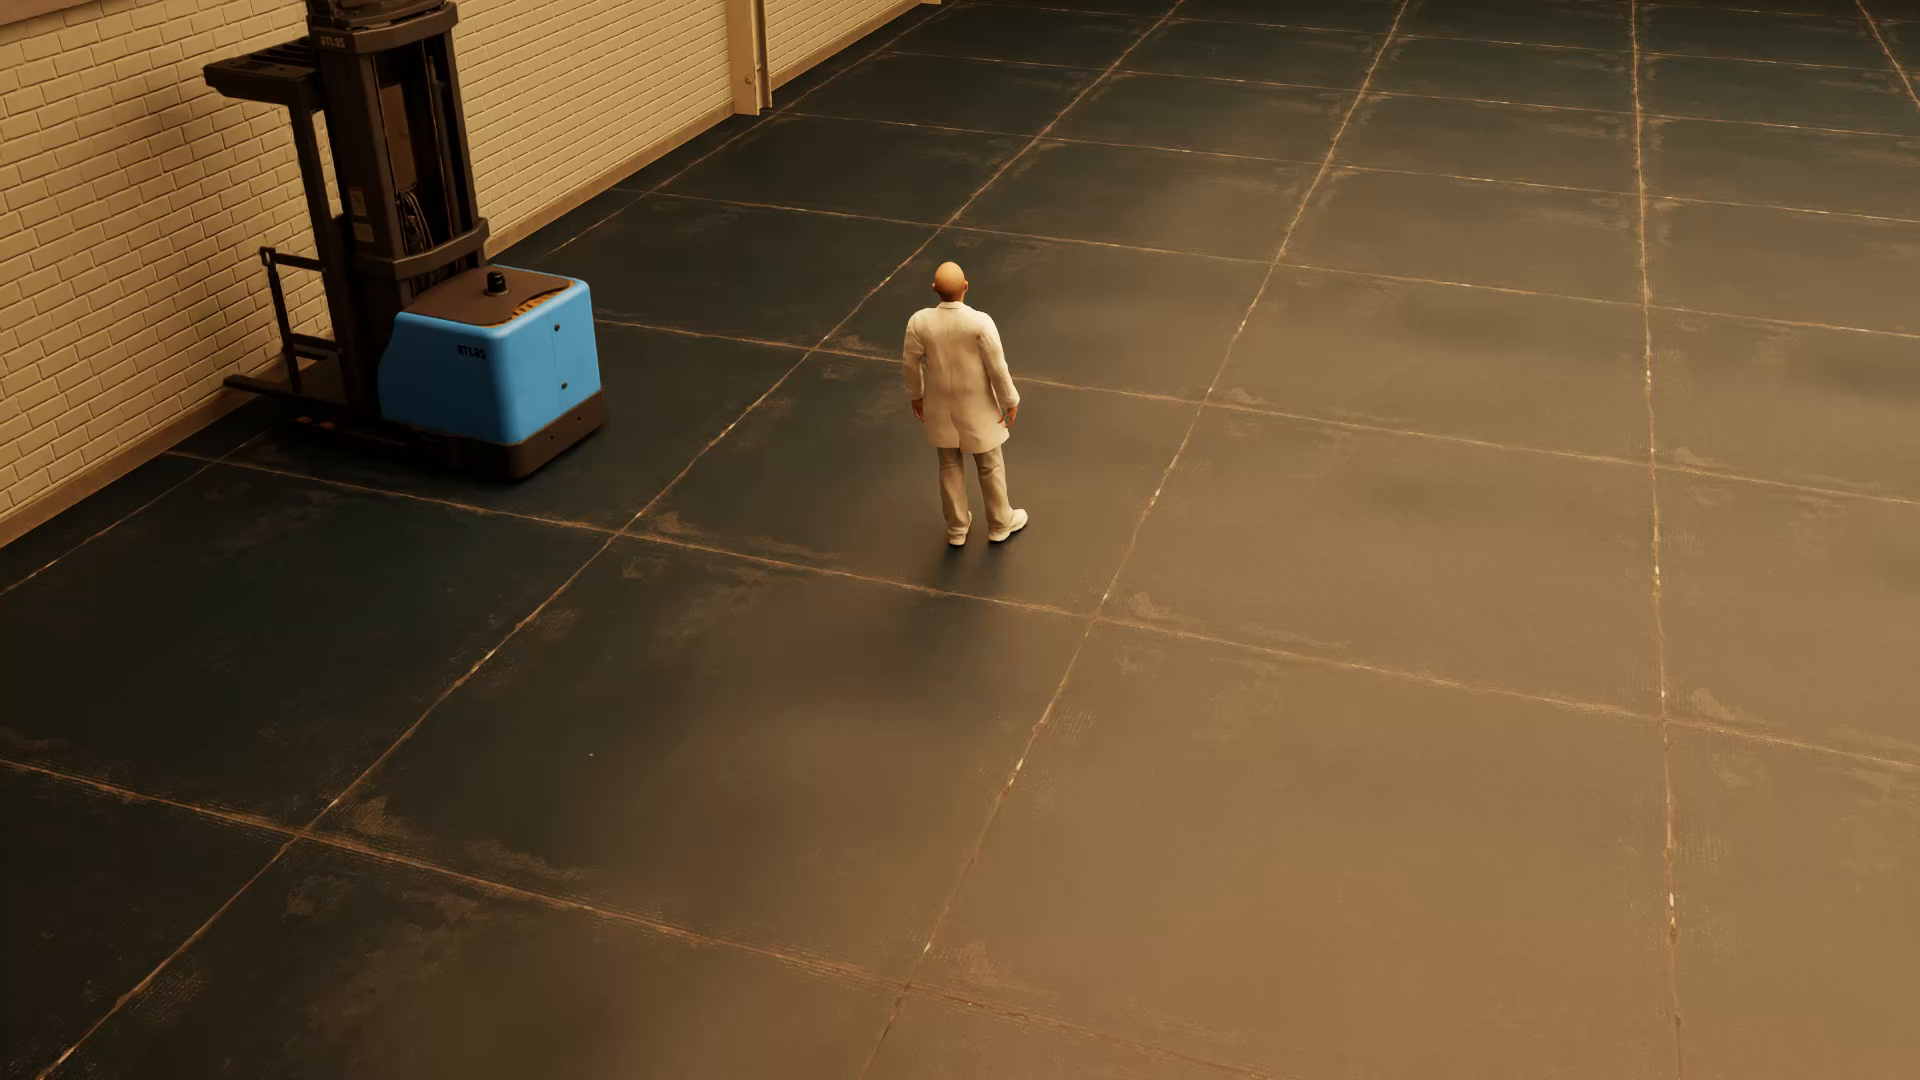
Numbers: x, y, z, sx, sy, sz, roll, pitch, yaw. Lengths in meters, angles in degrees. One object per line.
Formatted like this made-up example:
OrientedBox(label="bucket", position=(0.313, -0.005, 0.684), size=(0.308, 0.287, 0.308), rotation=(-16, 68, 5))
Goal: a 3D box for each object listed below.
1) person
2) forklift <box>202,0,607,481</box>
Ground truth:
OrientedBox(label="person", position=(0.033, -0.821, 9.726), size=(0.696, 1.778, 0.578), rotation=(10, 31, 16))
OrientedBox(label="forklift", position=(-3.983, -2.129, 10.871), size=(3.031, 2.935, 1.130), rotation=(12, 32, 21))
